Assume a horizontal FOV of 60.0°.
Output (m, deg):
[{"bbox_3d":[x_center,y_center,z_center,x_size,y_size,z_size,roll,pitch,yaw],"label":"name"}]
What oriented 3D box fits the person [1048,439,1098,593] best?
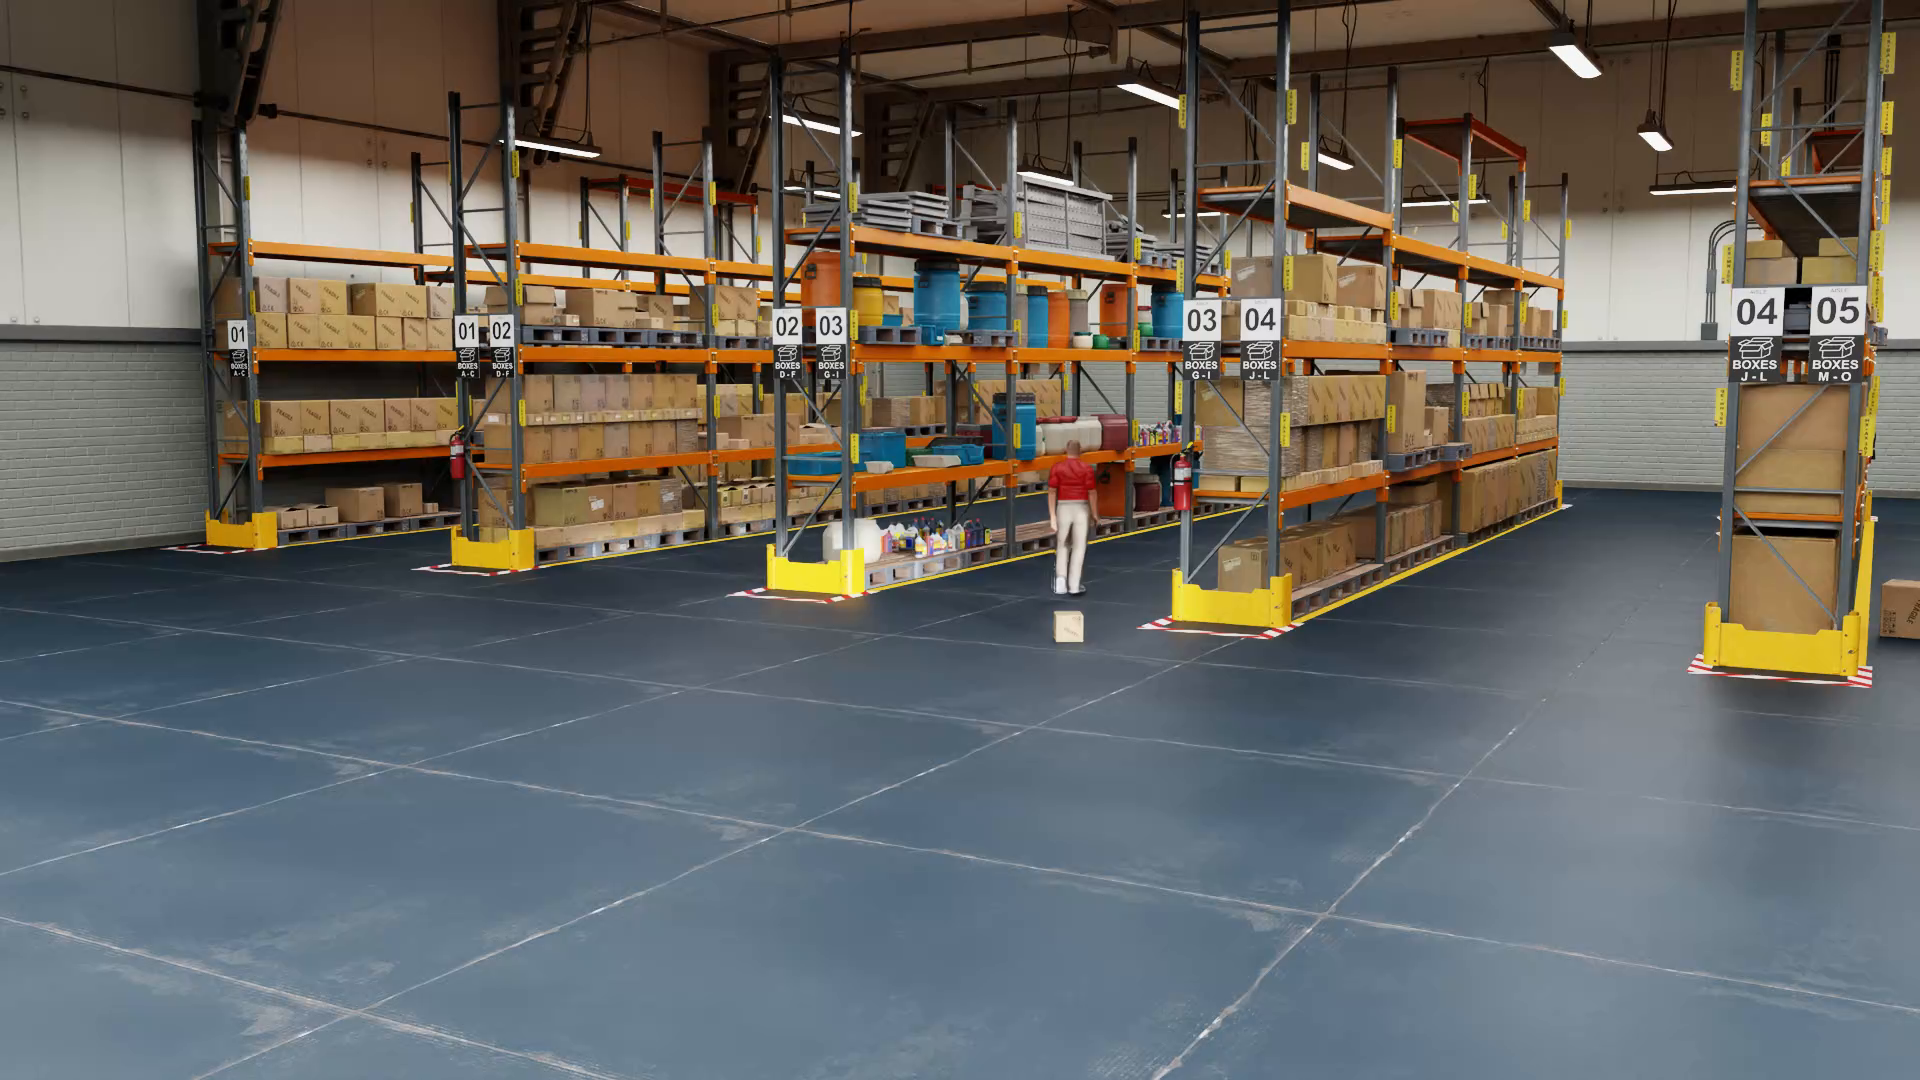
[{"bbox_3d":[1.284,-0.243,18.630,0.535,1.778,0.468,2,6,18],"label":"person"}]
